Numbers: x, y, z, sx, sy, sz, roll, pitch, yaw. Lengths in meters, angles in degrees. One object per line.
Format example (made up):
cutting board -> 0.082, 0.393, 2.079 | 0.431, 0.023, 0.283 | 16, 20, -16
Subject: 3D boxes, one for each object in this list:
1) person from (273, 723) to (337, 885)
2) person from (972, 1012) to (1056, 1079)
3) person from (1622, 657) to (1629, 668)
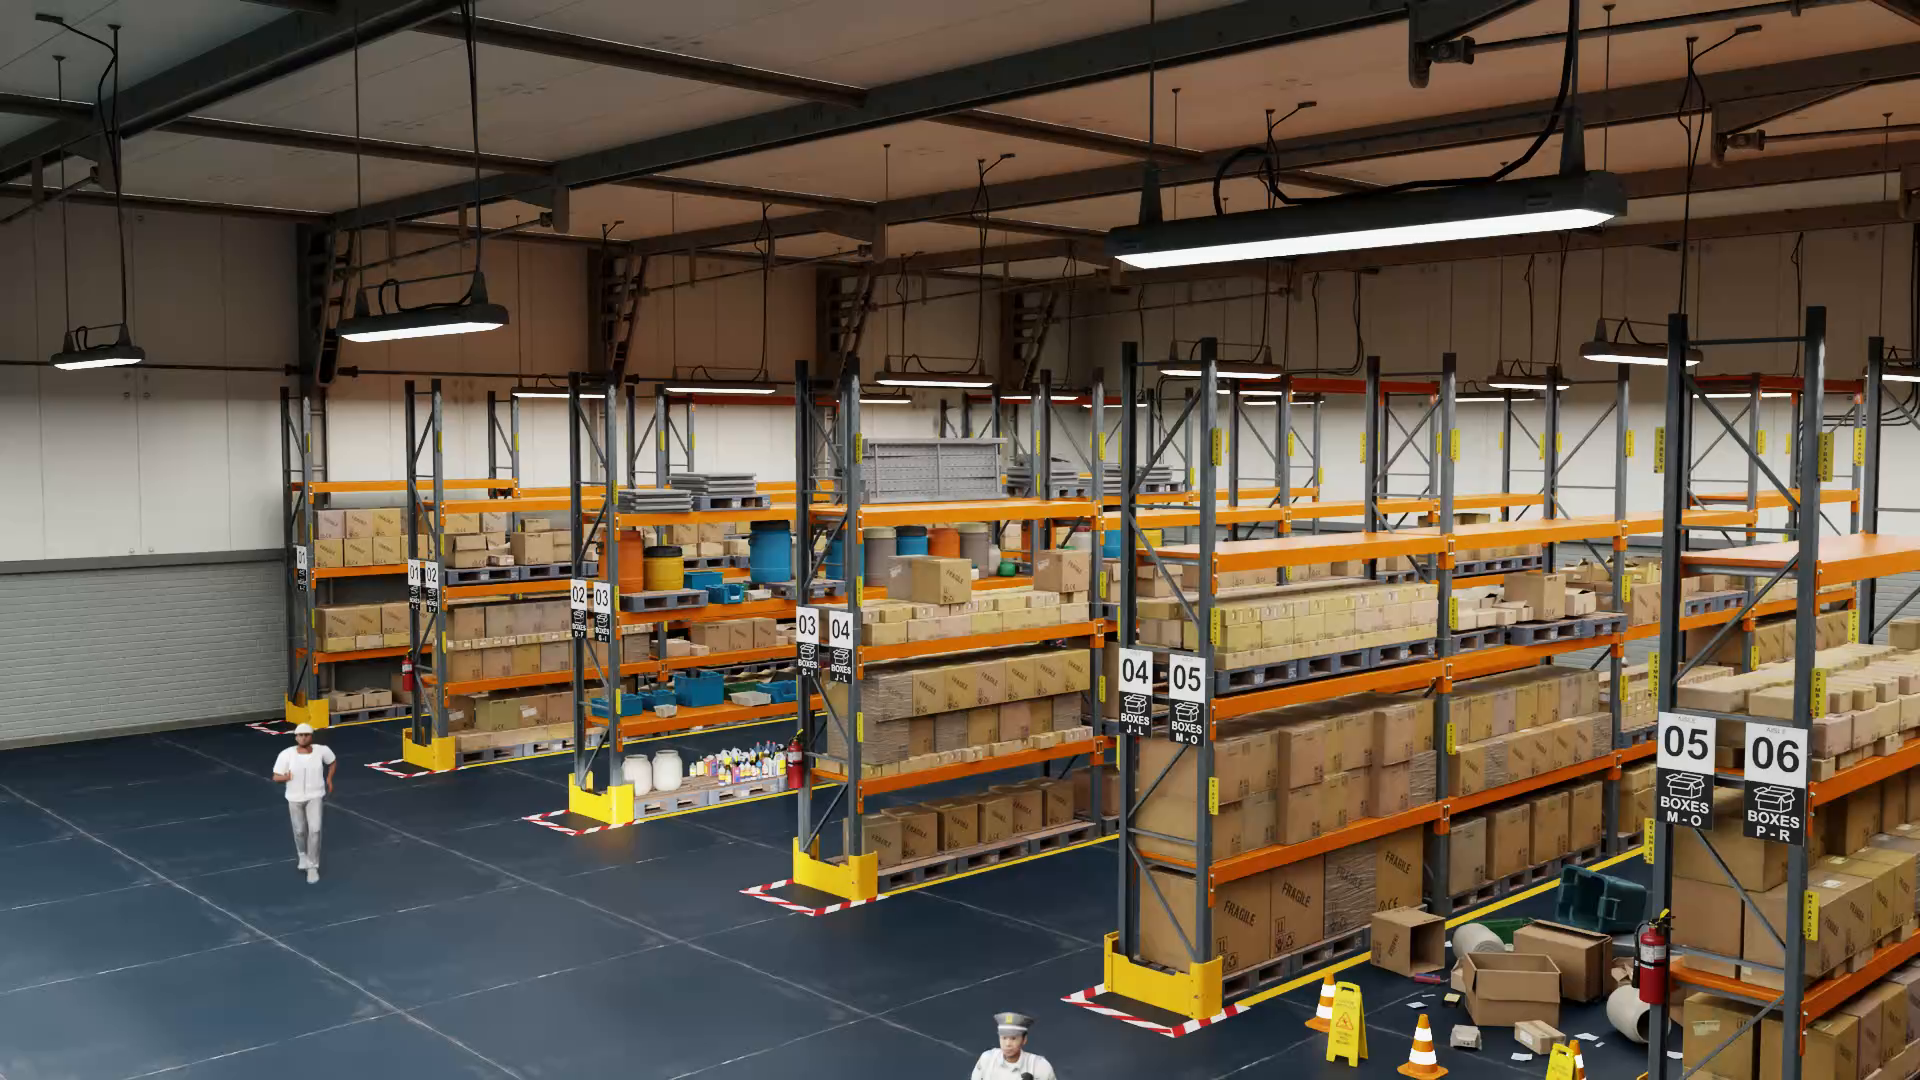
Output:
person -> -7.618, 3.028, 19.347 | 0.682, 1.810, 0.808 | -1, 4, -18
person -> 0.347, 3.689, 10.067 | 0.580, 1.761, 0.734 | 0, 4, 4
person -> 10.042, 2.670, 25.291 | 0.709, 1.806, 0.620 | -3, 5, -40
